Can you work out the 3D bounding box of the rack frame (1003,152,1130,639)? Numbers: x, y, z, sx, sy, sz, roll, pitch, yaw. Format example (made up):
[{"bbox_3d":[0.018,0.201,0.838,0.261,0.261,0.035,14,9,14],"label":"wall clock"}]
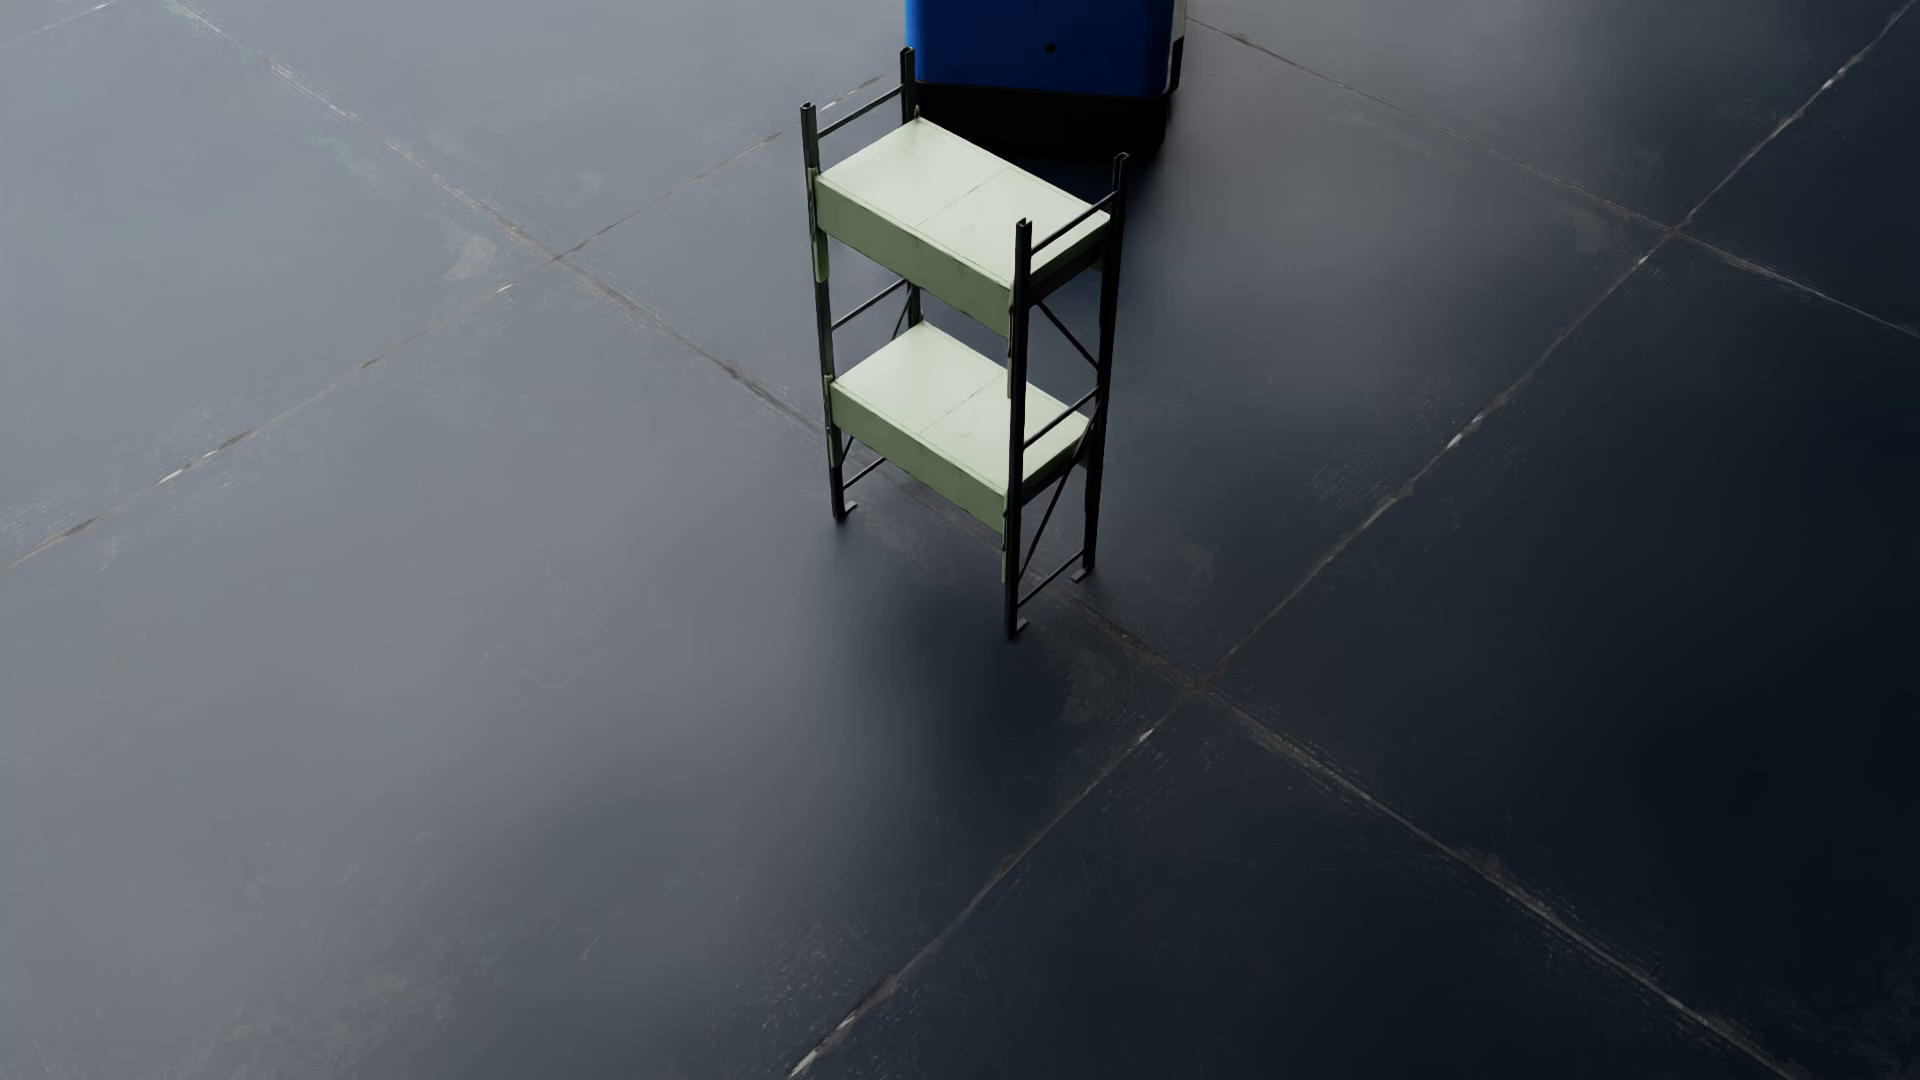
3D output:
[{"bbox_3d":[0.274,-0.329,4.530,0.023,1.500,0.400,34,55,28],"label":"rack frame"}]

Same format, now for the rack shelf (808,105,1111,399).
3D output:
[{"bbox_3d":[0.005,-0.777,4.416,0.720,0.370,0.431,34,55,28],"label":"rack shelf"}]

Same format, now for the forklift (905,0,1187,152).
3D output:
[{"bbox_3d":[0.486,-3.626,6.644,1.130,2.935,3.031,6,47,5],"label":"forklift"}]

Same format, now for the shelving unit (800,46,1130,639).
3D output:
[{"bbox_3d":[0.005,-0.510,4.700,0.755,1.500,0.431,34,55,28],"label":"shelving unit"}]

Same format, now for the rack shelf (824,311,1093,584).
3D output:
[{"bbox_3d":[0.005,-0.287,4.938,0.720,0.370,0.431,34,55,28],"label":"rack shelf"}]

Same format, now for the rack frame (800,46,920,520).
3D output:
[{"bbox_3d":[-0.264,-0.691,4.870,0.023,1.500,0.400,34,55,28],"label":"rack frame"}]
